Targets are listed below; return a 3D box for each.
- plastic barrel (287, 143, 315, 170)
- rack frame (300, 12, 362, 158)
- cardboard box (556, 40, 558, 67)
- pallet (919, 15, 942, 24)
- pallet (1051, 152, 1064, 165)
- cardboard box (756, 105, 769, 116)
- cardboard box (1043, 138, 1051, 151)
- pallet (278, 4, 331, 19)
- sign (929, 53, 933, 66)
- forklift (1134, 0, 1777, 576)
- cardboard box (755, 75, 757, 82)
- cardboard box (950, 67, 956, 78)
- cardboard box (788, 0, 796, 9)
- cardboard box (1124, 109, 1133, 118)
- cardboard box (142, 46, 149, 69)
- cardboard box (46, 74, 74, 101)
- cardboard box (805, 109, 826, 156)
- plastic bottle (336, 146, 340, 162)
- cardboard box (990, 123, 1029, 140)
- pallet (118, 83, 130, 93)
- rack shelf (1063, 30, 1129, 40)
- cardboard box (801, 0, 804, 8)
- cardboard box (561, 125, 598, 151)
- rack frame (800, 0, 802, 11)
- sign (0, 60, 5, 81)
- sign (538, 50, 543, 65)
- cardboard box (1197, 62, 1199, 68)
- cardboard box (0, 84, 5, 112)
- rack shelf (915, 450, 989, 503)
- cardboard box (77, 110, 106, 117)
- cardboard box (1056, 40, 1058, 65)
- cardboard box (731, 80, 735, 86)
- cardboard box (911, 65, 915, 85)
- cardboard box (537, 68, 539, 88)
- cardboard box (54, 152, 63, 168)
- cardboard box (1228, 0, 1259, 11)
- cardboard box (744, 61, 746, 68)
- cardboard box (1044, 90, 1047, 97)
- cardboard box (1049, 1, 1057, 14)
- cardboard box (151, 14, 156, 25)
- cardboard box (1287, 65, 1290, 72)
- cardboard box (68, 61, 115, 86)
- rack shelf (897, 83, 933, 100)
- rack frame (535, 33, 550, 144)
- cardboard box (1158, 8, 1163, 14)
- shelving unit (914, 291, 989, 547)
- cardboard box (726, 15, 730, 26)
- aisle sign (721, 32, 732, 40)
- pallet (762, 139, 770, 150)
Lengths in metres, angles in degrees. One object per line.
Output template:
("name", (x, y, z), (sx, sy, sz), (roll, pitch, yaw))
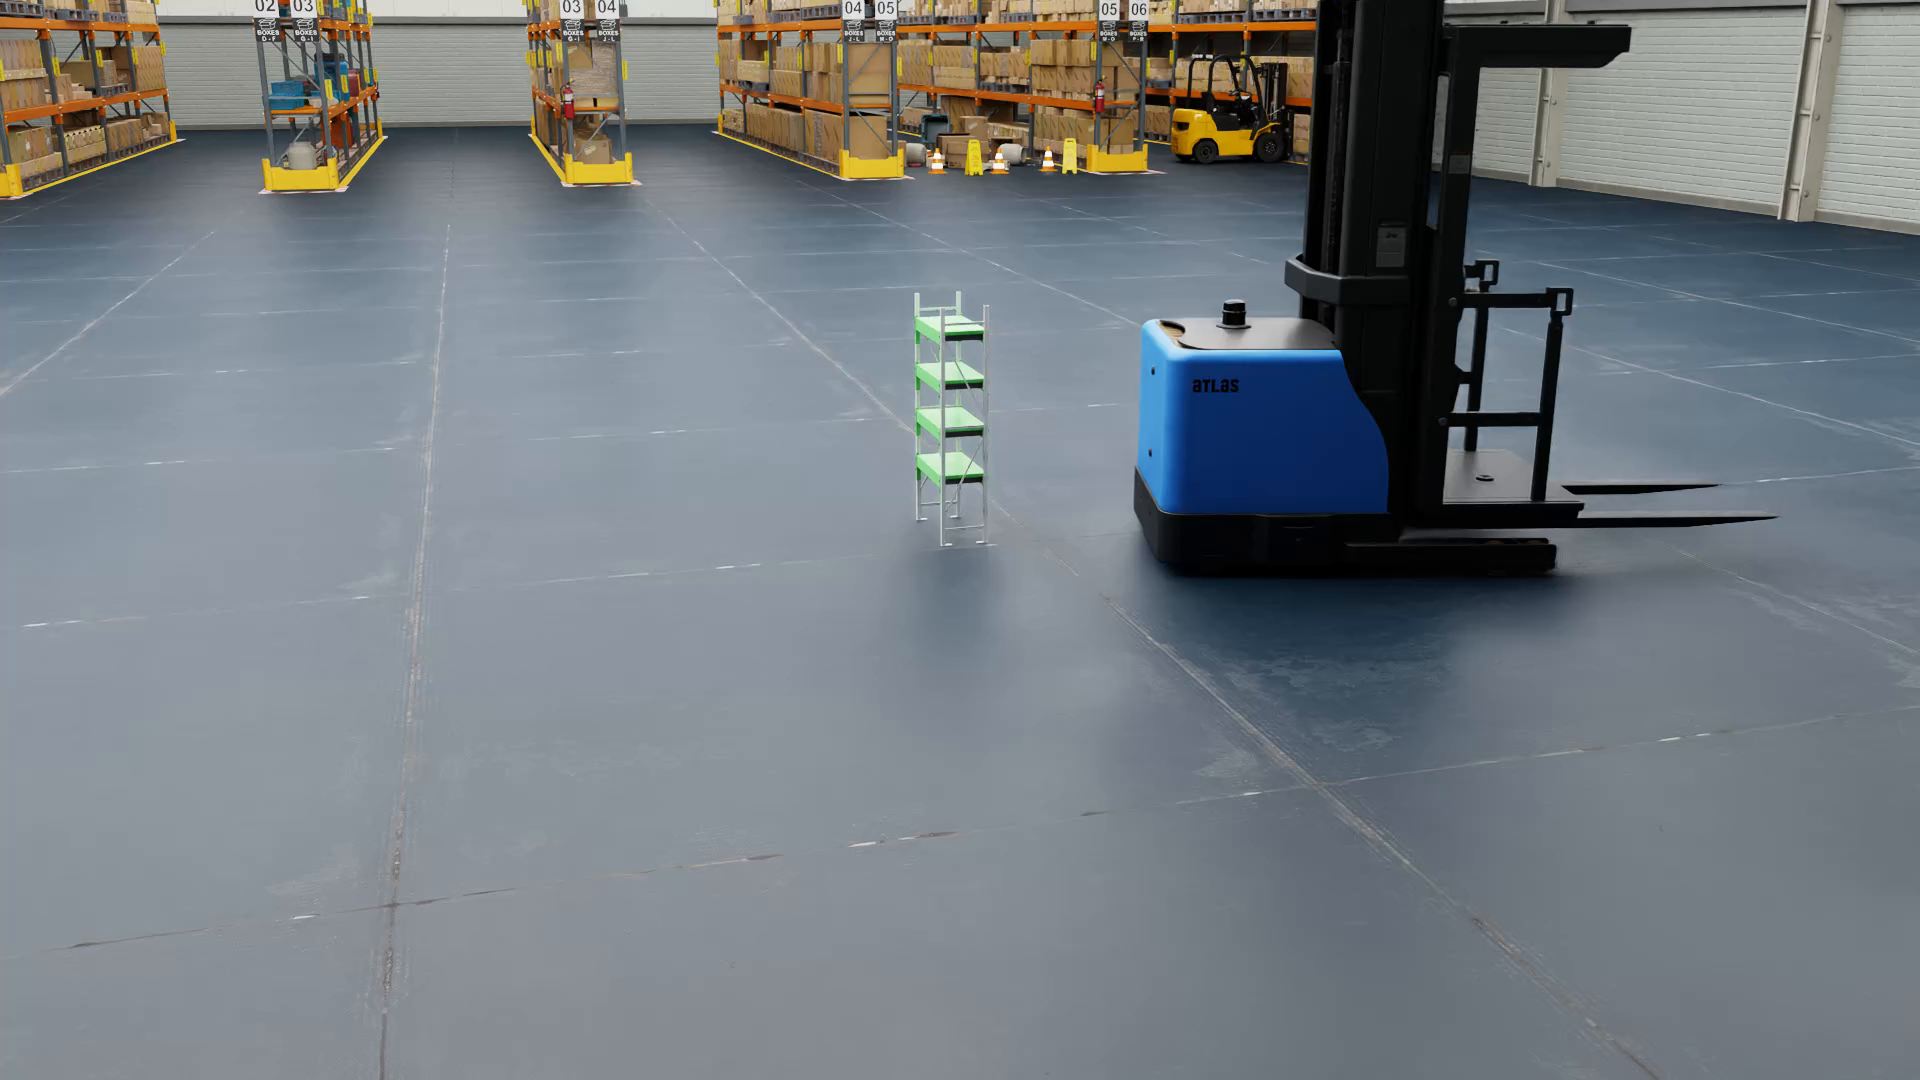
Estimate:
("plastic barrel", (-11.464, -6.634, 28.918), (0.421, 0.512, 0.421), (0, 17, 0))
("rack frame", (-13.408, -9.661, 35.401), (1.000, 3.000, 0.127), (-5, 17, -15))
("cardboard box", (-7.244, -9.057, 30.961), (0.500, 0.500, 0.500), (-5, 17, -15))
("pallet", (-0.432, -13.564, 43.334), (1.003, 0.211, 1.213), (-5, 17, -15))
("pallet", (2.539, -7.873, 34.296), (1.003, 0.211, 1.213), (-5, 17, -15))
("cardboard box", (-4.563, -10.229, 39.604), (0.500, 0.250, 0.500), (-4, 17, -14))
("cardboard box", (2.042, -8.283, 34.862), (0.500, 0.250, 0.500), (-4, 17, -12))
("pallet", (-11.343, -9.031, 28.418), (1.003, 0.211, 1.213), (-5, 17, -15))
("sign", (-0.750, -12.351, 42.713), (0.100, 0.325, 0.005), (-5, 17, -15))
("forklift", (2.439, -1.386, 7.971), (3.031, 2.935, 1.130), (0, 17, -2))
("cardboard box", (-4.565, -10.738, 38.692), (0.380, 0.149, 0.250), (-4, 17, -14))
("cardboard box", (0.057, -11.543, 41.058), (0.500, 0.250, 0.500), (-5, 17, -17))
("cardboard box", (-3.301, -11.249, 34.828), (0.500, 0.250, 0.500), (-5, 17, -16))
("cardboard box", (4.627, -11.042, 43.613), (0.500, 0.500, 0.500), (-5, 17, -16))
("cardboard box", (-19.413, -11.341, 39.083), (0.500, 0.500, 0.500), (-5, 17, -17))
("cardboard box", (-17.695, -8.856, 32.546), (0.500, 0.500, 0.500), (-6, 18, -18))
("cardboard box", (-2.645, -8.315, 33.882), (0.875, 0.875, 0.875), (-4, 17, -14))
("plastic bottle", (-11.860, -7.358, 31.689), (0.061, 0.283, 0.133), (-4, 17, -12))
("cardboard box", (1.238, -9.418, 38.431), (0.950, 0.372, 0.625), (-5, 17, -16))
("pallet", (-19.157, -10.056, 37.048), (1.003, 0.211, 1.213), (-5, 17, -15))
("rack shelf", (4.005, -13.982, 45.820), (1.077, 0.370, 4.000), (-5, 17, -15))
("cardboard box", (-2.977, -10.748, 33.339), (0.380, 0.149, 0.250), (-5, 17, -16))
("cardboard box", (-7.962, -8.420, 34.848), (0.700, 0.500, 0.500), (-6, 18, -20))
("rack frame", (-2.750, -12.184, 33.371), (1.000, 3.000, 0.127), (-5, 17, -15))
("sign", (-15.438, -7.553, 26.739), (0.100, 0.325, 0.005), (-5, 17, -15))
("sign", (-9.179, -10.563, 36.389), (0.100, 0.325, 0.005), (-5, 17, -15))
("cardboard box", (5.810, -11.196, 39.208), (0.380, 0.149, 0.250), (-5, 17, -15))
("cardboard box", (-16.090, -7.236, 27.153), (0.700, 0.500, 0.500), (-5, 17, -15))
("rack shelf", (-0.045, -0.329, 8.519), (0.258, 0.148, 0.480), (-5, 17, -15))
("cardboard box", (-19.098, -9.320, 36.543), (0.500, 0.250, 0.500), (-5, 17, -15))
("cardboard box", (2.356, -9.839, 33.565), (0.700, 0.500, 0.500), (-5, 17, -16))
("cardboard box", (-5.751, -11.891, 43.259), (0.380, 0.149, 0.250), (-4, 17, -14))
("cardboard box", (-1.019, -12.525, 44.760), (0.500, 0.500, 0.500), (-4, 17, -13))
("cardboard box", (-9.859, -11.060, 39.885), (0.500, 0.500, 0.500), (-5, 17, -15))
("cardboard box", (-16.735, -6.938, 30.383), (0.500, 0.250, 0.500), (-5, 17, -15))
("cardboard box", (6.320, -11.947, 37.049), (0.500, 0.311, 0.500), (-5, 18, -17))
("cardboard box", (-4.995, -11.456, 40.049), (0.380, 0.149, 0.250), (-5, 17, -16))
("cardboard box", (1.981, -9.360, 34.836), (0.380, 0.149, 0.250), (-5, 17, -16))
("cardboard box", (2.115, -10.812, 33.763), (0.500, 0.250, 0.500), (-5, 17, -15))
("cardboard box", (-19.976, -12.727, 40.654), (0.500, 0.250, 0.500), (-5, 17, -15))
("cardboard box", (6.993, -9.944, 35.040), (0.380, 0.149, 0.250), (-5, 17, -16))
("cardboard box", (-18.521, -9.953, 35.469), (0.700, 0.500, 0.500), (-1, 17, -5))
("rack shelf", (-0.767, -12.152, 44.942), (1.077, 0.370, 4.000), (-5, 17, -15))
("rack frame", (-9.746, -11.159, 40.388), (1.000, 3.000, 0.127), (-5, 17, -15))
("cardboard box", (5.114, -13.078, 41.129), (0.380, 0.149, 0.250), (-5, 17, -15))
("shelving unit", (-0.045, -0.620, 8.432), (0.258, 1.200, 0.503), (-5, 17, -15))
("cardboard box", (-5.744, -13.419, 42.959), (0.500, 0.250, 0.500), (-5, 17, -16))
("aisle sign", (-6.356, -13.872, 44.899), (0.394, 0.787, 0.004), (-5, 17, -15))
("pallet", (-4.063, -9.298, 39.039), (1.003, 0.211, 1.213), (-5, 17, -15))
